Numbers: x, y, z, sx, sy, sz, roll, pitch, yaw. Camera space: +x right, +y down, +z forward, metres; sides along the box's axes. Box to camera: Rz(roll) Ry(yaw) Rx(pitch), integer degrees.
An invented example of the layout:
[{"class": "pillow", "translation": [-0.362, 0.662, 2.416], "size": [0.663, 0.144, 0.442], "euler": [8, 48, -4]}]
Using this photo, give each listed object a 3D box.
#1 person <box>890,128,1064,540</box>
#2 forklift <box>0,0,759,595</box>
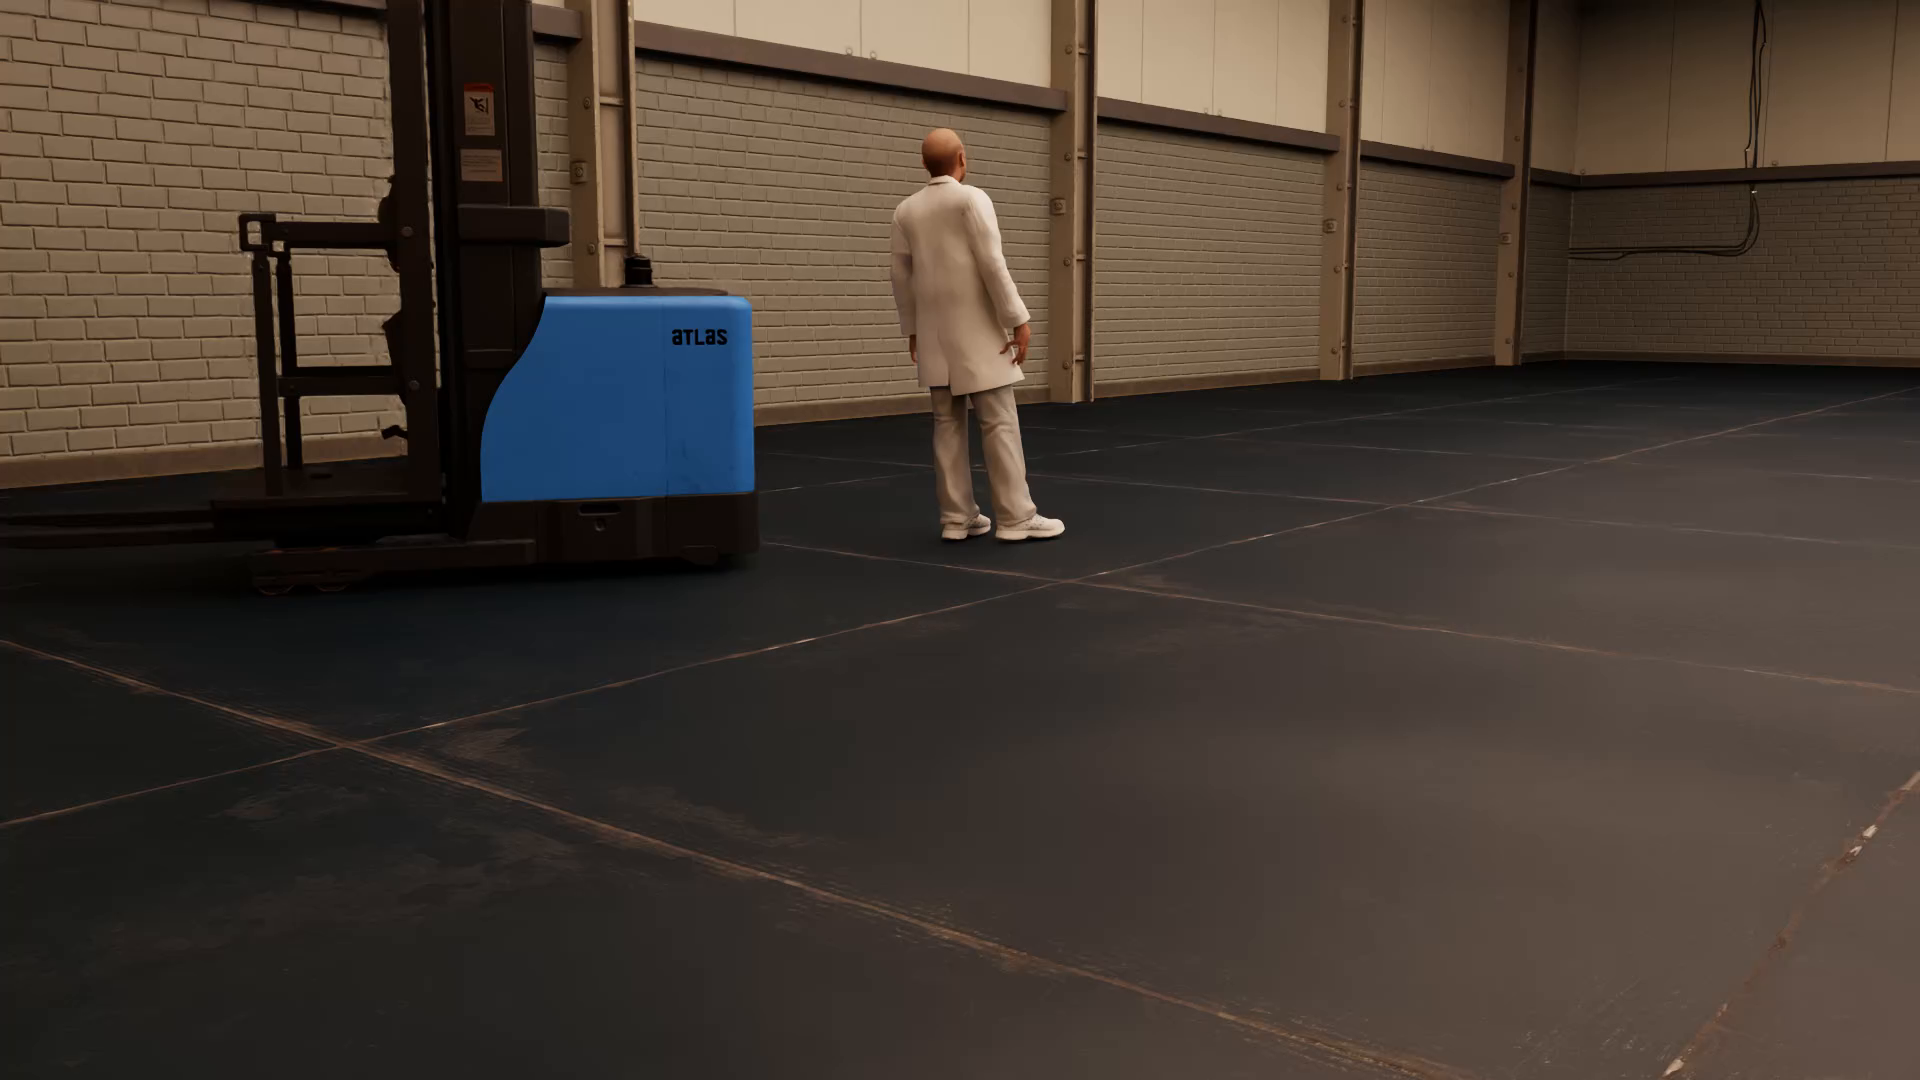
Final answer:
[{"class": "person", "translation": [0.060, -0.897, 7.343], "size": [0.698, 1.778, 0.578], "euler": [7, 11, 38]}, {"class": "forklift", "translation": [-2.376, -1.335, 6.403], "size": [3.031, 2.935, 1.130], "euler": [-3, 9, -17]}]
